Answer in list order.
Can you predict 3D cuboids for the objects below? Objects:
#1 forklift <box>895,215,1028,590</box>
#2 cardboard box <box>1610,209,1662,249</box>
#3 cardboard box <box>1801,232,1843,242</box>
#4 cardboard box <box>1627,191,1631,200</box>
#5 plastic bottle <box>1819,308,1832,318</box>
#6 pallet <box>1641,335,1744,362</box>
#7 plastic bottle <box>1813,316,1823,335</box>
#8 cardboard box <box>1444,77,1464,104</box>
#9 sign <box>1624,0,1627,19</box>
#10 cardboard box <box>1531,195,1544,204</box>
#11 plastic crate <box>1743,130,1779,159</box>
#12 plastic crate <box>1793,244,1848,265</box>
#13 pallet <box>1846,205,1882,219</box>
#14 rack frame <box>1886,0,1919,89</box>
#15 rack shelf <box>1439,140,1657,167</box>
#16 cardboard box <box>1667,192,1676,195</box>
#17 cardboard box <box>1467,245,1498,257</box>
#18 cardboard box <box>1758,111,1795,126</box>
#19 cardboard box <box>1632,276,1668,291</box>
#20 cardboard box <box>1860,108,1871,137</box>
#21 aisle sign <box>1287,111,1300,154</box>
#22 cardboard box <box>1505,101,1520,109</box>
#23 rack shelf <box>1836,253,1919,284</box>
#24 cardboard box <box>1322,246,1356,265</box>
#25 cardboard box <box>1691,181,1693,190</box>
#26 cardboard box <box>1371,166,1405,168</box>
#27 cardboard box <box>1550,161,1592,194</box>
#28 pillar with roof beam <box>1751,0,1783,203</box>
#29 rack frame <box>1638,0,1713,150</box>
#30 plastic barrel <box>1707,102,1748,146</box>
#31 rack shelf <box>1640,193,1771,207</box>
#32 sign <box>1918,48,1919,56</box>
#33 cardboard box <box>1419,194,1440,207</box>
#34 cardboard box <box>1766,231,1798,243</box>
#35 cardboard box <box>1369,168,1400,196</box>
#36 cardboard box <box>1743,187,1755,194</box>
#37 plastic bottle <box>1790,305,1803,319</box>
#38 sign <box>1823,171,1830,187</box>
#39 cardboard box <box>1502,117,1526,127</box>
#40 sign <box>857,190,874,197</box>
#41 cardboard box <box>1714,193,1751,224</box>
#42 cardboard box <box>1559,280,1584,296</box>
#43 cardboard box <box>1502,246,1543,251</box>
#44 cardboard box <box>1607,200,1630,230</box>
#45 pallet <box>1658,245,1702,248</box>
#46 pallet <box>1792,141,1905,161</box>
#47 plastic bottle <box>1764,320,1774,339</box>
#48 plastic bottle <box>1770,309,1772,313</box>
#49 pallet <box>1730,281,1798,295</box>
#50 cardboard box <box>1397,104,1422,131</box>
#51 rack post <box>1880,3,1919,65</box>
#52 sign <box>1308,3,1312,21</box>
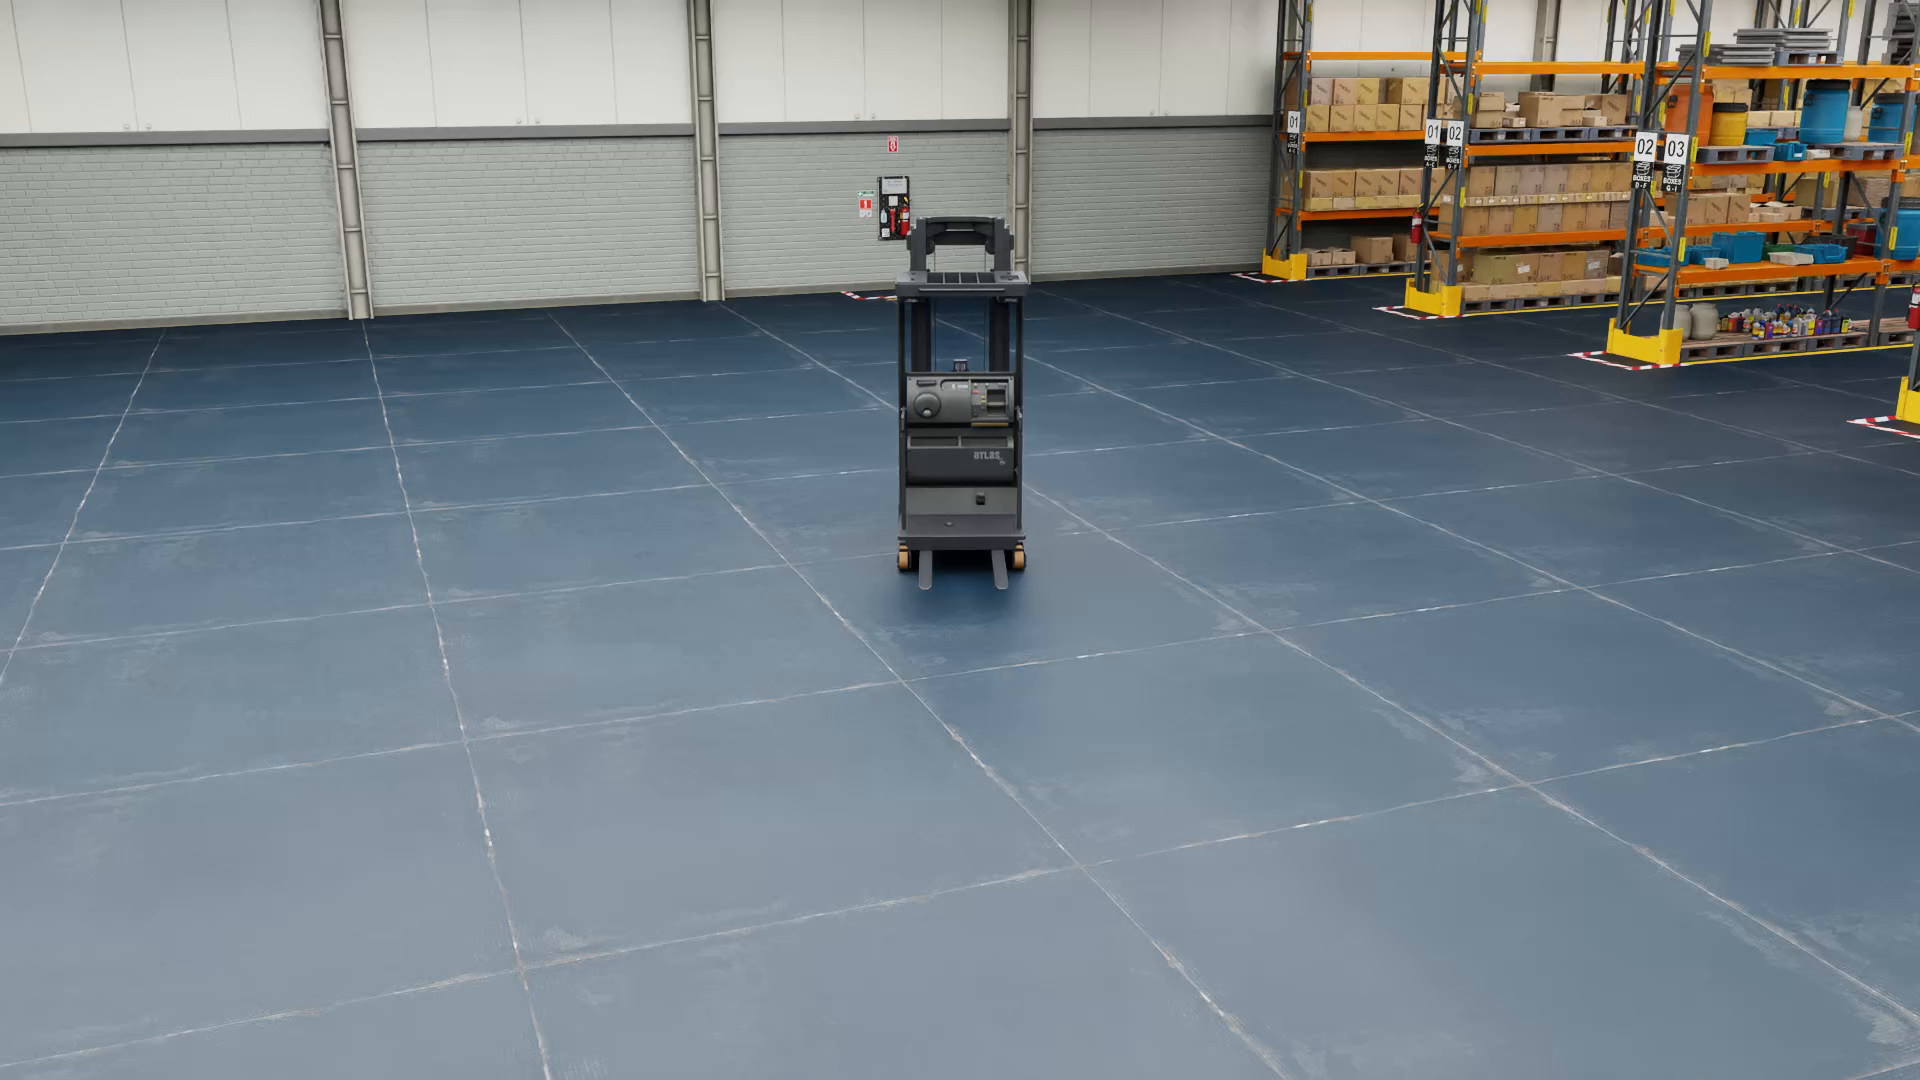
[{"bbox_3d":[0.009,-1.231,14.239,1.130,2.935,3.031,0,16,-1],"label":"forklift"},{"bbox_3d":[14.591,-6.712,35.854,0.750,0.750,0.750,-6,18,-21],"label":"cardboard box"},{"bbox_3d":[16.473,-5.734,31.777,0.500,0.250,0.500,-5,17,-18],"label":"cardboard box"},{"bbox_3d":[11.721,-6.072,29.274,0.250,0.149,0.380,-6,17,-20],"label":"cardboard box"},{"bbox_3d":[13.117,-3.330,25.187,0.185,0.351,0.144,-6,17,-20],"label":"plastic bottle"},{"bbox_3d":[10.746,-2.852,24.588,1.213,0.211,1.003,-6,17,-20],"label":"pallet"},{"bbox_3d":[12.852,-3.213,24.908,0.133,0.283,0.061,-5,17,-16],"label":"plastic bottle"},{"bbox_3d":[9.751,-8.954,33.107,0.500,0.500,0.500,-8,18,-25],"label":"cardboard box"},{"bbox_3d":[11.693,-9.303,29.159,0.005,0.325,0.100,-6,17,-20],"label":"sign"},{"bbox_3d":[9.808,-5.866,28.572,0.250,0.149,0.380,-6,18,-21],"label":"cardboard box"},{"bbox_3d":[11.605,-5.793,24.356,0.575,0.384,0.392,-6,17,-20],"label":"plastic crate"},{"bbox_3d":[12.730,-4.238,24.623,0.616,0.251,0.499,-6,17,-20],"label":"plastic crate"},{"bbox_3d":[17.447,-6.305,31.737,1.213,0.211,1.003,-6,17,-20],"label":"pallet"},{"bbox_3d":[21.327,-11.188,37.377,0.127,3.000,1.000,-6,17,-20],"label":"rack frame"},{"bbox_3d":[10.030,-6.689,28.657,4.000,0.370,1.077,-6,17,-20],"label":"rack shelf"},{"bbox_3d":[15.194,-7.478,35.801,0.250,0.149,0.380,-6,17,-19],"label":"cardboard box"},{"bbox_3d":[10.803,-6.190,34.660,0.500,0.500,0.700,-6,17,-18],"label":"cardboard box"},{"bbox_3d":[14.746,-7.650,30.175,0.500,0.250,0.500,-6,17,-19],"label":"cardboard box"},{"bbox_3d":[12.363,-4.654,29.910,0.500,0.250,0.500,-7,18,-21],"label":"cardboard box"},{"bbox_3d":[16.505,-7.791,30.957,0.500,0.500,0.910,-6,17,-20],"label":"cardboard box"},{"bbox_3d":[6.427,-7.857,32.069,0.004,0.787,0.394,-6,17,-20],"label":"aisle sign"},{"bbox_3d":[11.236,-8.793,33.960,0.500,0.311,0.500,-6,17,-18],"label":"cardboard box"},{"bbox_3d":[15.534,-4.349,26.014,4.000,0.370,1.077,-6,17,-20],"label":"rack shelf"},{"bbox_3d":[7.597,-5.721,33.398,0.500,0.311,0.500,-5,17,-15],"label":"cardboard box"},{"bbox_3d":[15.358,-7.785,35.695,0.500,0.500,0.500,-6,17,-20],"label":"cardboard box"},{"bbox_3d":[8.656,-7.304,33.700,0.500,0.500,0.500,-6,17,-19],"label":"cardboard box"},{"bbox_3d":[10.546,-6.319,28.964,0.500,0.500,0.700,-6,17,-20],"label":"cardboard box"},{"bbox_3d":[19.477,-9.950,33.162,0.400,9.000,9.100,-6,17,-20],"label":"pillar with roof beam"},{"bbox_3d":[9.932,-6.968,23.007,0.127,3.000,1.000,-6,17,-20],"label":"rack frame"},{"bbox_3d":[10.951,-5.969,23.849,0.600,0.588,0.600,0,16,0],"label":"plastic barrel"},{"bbox_3d":[15.724,-7.359,36.263,4.000,0.370,1.077,-6,17,-20],"label":"rack shelf"},{"bbox_3d":[13.853,-7.125,23.913,0.005,0.325,0.100,-6,17,-20],"label":"sign"},{"bbox_3d":[9.320,-6.861,33.522,0.500,0.250,0.500,-6,17,-20],"label":"cardboard box"},{"bbox_3d":[18.327,-6.956,37.306,0.500,0.500,0.700,-6,17,-19],"label":"cardboard box"},{"bbox_3d":[8.368,-7.115,33.056,0.500,0.500,0.500,-6,17,-18],"label":"cardboard box"},{"bbox_3d":[17.150,-7.655,36.404,0.250,0.149,0.380,-6,17,-19],"label":"cardboard box"},{"bbox_3d":[12.816,-3.423,25.502,0.185,0.351,0.144,-6,17,-20],"label":"plastic bottle"},{"bbox_3d":[15.835,-6.610,30.379,0.005,0.325,0.100,-6,17,-20],"label":"sign"},{"bbox_3d":[9.324,-7.053,28.071,0.250,0.149,0.380,-6,17,-20],"label":"cardboard box"},{"bbox_3d":[-1.739,-6.391,30.686,0.331,0.109,0.001,-6,17,-20],"label":"sign"},{"bbox_3d":[14.072,-6.074,30.433,0.500,0.500,0.500,-7,18,-23],"label":"cardboard box"},{"bbox_3d":[10.611,-4.472,29.290,0.500,0.250,0.500,-6,17,-20],"label":"cardboard box"},{"bbox_3d":[9.953,-4.922,29.492,0.500,0.500,0.500,-6,17,-20],"label":"cardboard box"},{"bbox_3d":[11.486,-5.798,29.493,0.500,0.500,0.700,-7,18,-22],"label":"cardboard box"},{"bbox_3d":[15.757,-6.346,36.487,1.213,0.211,1.003,-6,17,-20],"label":"pallet"},{"bbox_3d":[13.028,-5.743,24.494,1.003,0.211,1.213,-6,17,-20],"label":"pallet"},{"bbox_3d":[11.954,-3.116,24.578,0.133,0.283,0.061,-6,17,-19],"label":"plastic bottle"},{"bbox_3d":[12.419,-3.404,25.557,0.133,0.283,0.061,-5,17,-18],"label":"plastic bottle"},{"bbox_3d":[14.850,-4.789,31.183,1.213,0.211,1.003,-6,17,-20],"label":"pallet"},{"bbox_3d":[8.758,-8.367,32.881,0.500,0.500,0.500,-7,18,-22],"label":"cardboard box"},{"bbox_3d":[15.475,-7.688,25.105,3.121,1.000,1.013,-6,17,-20],"label":"rack post"},{"bbox_3d":[6.581,-9.918,31.254,0.005,0.325,0.100,-6,17,-20],"label":"sign"}]
